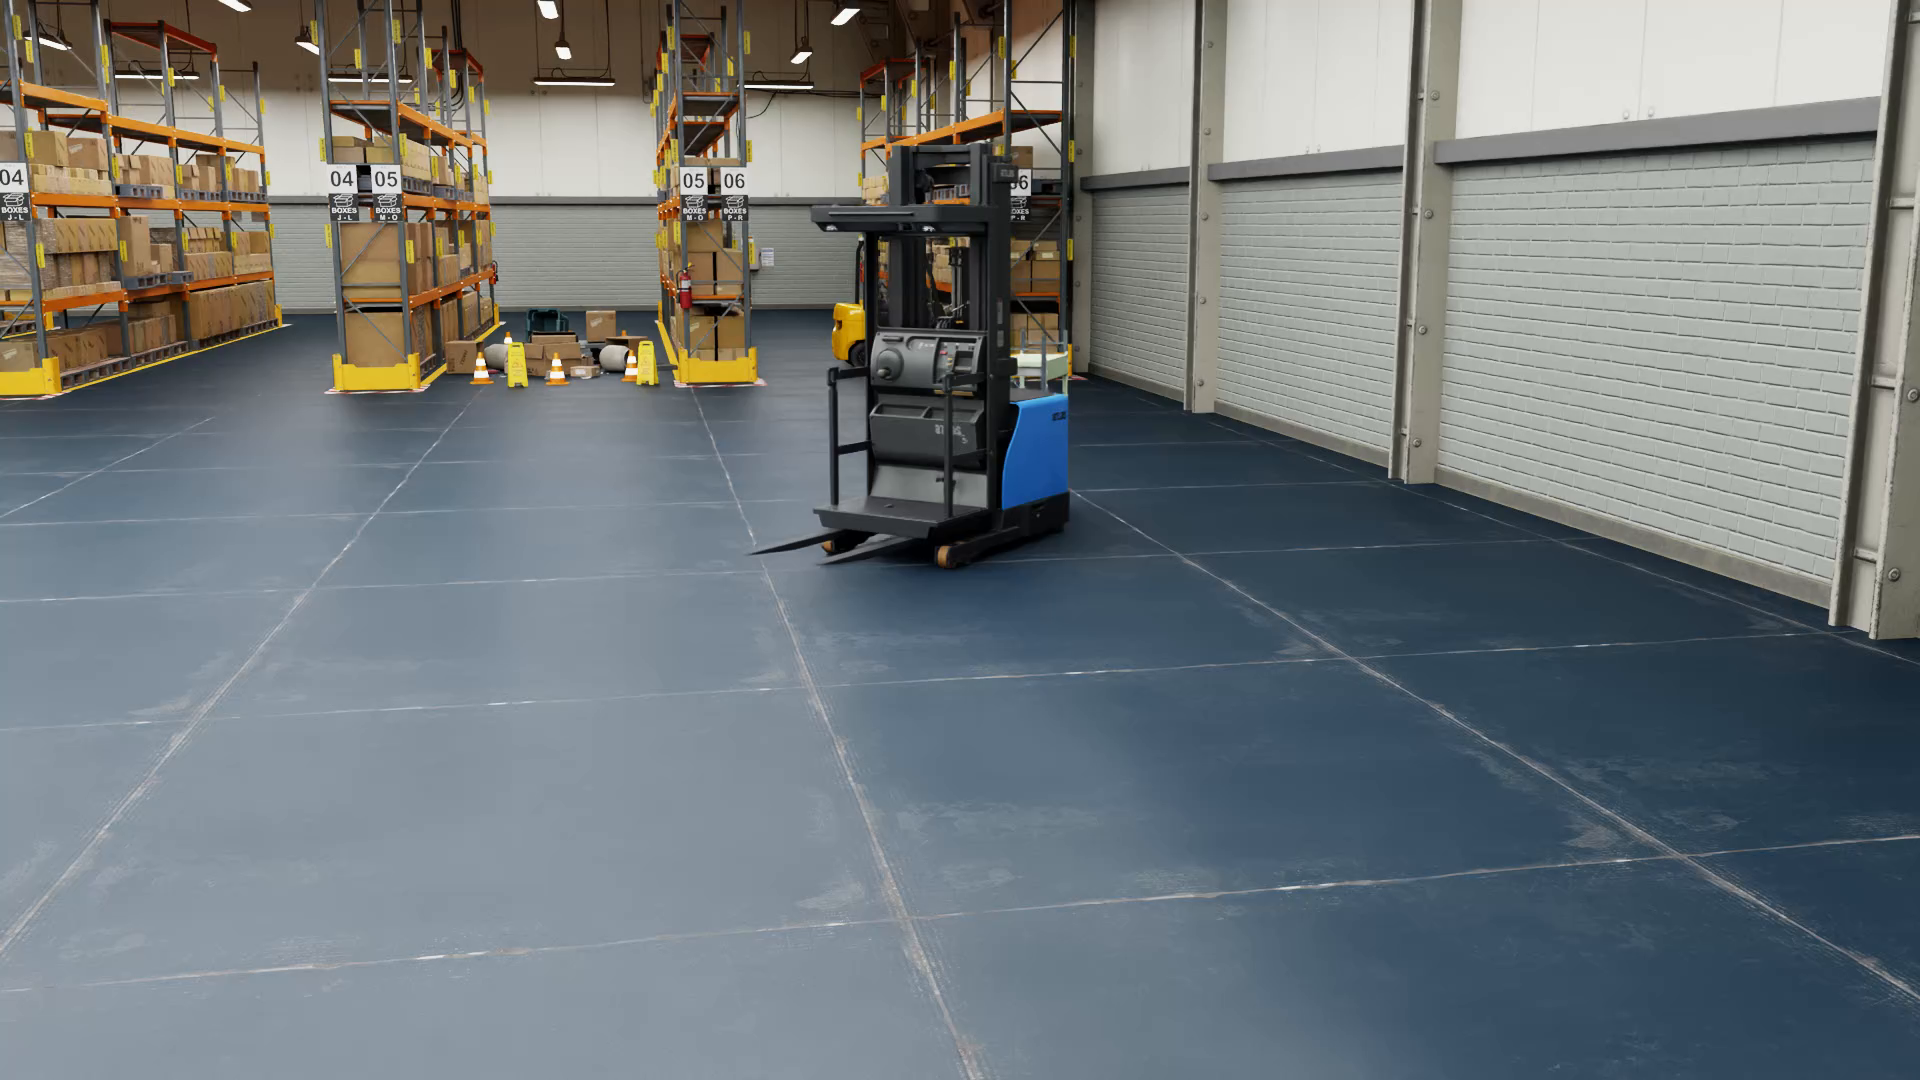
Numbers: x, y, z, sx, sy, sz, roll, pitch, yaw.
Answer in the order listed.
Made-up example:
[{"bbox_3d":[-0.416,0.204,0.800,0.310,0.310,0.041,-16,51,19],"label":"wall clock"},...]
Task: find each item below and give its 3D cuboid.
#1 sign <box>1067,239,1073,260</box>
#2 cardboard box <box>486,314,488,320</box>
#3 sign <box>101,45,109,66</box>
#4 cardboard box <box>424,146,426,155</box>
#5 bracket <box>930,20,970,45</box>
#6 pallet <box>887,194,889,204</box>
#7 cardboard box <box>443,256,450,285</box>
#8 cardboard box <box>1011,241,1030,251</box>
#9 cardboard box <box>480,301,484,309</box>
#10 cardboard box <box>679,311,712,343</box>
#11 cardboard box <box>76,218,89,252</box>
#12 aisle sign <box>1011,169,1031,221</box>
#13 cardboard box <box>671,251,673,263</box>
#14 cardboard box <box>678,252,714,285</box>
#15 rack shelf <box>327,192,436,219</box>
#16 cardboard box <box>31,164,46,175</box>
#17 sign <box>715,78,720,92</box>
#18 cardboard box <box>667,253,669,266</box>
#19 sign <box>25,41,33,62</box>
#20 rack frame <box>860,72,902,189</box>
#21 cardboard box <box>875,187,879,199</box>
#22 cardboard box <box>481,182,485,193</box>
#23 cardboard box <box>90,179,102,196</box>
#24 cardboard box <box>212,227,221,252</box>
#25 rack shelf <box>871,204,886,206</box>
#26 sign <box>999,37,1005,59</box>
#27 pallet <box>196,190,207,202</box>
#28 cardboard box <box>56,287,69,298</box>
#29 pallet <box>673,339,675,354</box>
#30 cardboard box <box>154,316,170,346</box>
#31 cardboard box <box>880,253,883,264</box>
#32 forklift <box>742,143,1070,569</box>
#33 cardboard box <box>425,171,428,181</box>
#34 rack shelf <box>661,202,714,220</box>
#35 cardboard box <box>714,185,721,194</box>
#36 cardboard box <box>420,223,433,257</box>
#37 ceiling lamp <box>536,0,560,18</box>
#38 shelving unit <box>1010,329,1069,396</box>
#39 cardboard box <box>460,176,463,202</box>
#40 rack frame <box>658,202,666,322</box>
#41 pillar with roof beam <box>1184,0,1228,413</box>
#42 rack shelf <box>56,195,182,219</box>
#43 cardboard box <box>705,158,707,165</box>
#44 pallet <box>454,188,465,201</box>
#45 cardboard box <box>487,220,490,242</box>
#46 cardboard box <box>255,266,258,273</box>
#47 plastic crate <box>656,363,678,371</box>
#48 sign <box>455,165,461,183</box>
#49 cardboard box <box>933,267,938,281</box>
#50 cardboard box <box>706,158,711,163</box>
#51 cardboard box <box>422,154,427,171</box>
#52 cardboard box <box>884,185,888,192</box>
[{"bbox_3d":[1.723,-4.561,26.112,0.100,0.325,0.005,-2,11,-11],"label":"sign"},{"bbox_3d":[-11.010,-5.115,38.047,0.380,0.149,0.250,-2,11,-10],"label":"cardboard box"},{"bbox_3d":[-13.653,-7.731,26.540,0.100,0.325,0.005,-2,11,-11],"label":"sign"},{"bbox_3d":[-8.823,-6.281,26.803,0.380,0.149,0.250,-2,11,-11],"label":"cardboard box"},{"bbox_3d":[-0.171,-10.590,34.643,0.076,0.066,4.783,-2,11,-11],"label":"bracket"},{"bbox_3d":[-0.893,-7.348,35.760,1.213,0.211,1.003,-2,11,-11],"label":"pallet"},{"bbox_3d":[-9.336,-4.772,29.477,0.500,0.500,0.500,-2,11,-11],"label":"cardboard box"},{"bbox_3d":[0.901,-4.650,26.308,0.380,0.149,0.250,-2,11,-11],"label":"cardboard box"},{"bbox_3d":[-10.859,-5.262,37.231,0.380,0.149,0.250,-2,11,-10],"label":"cardboard box"},{"bbox_3d":[-4.298,-3.447,27.008,0.500,0.500,0.500,-2,11,-12],"label":"cardboard box"},{"bbox_3d":[-13.543,-4.609,25.152,0.500,0.500,0.500,-2,11,-11],"label":"cardboard box"},{"bbox_3d":[0.902,-5.333,25.738,0.394,0.787,0.004,-2,11,-11],"label":"aisle sign"},{"bbox_3d":[-5.078,-5.390,30.809,0.500,0.500,0.500,-3,11,-13],"label":"cardboard box"},{"bbox_3d":[-4.066,-4.182,25.582,0.500,0.500,0.500,-2,11,-12],"label":"cardboard box"},{"bbox_3d":[-8.915,-5.185,25.819,1.077,0.370,4.000,-2,11,-11],"label":"rack shelf"},{"bbox_3d":[-13.193,-5.242,23.529,0.380,0.149,0.250,-2,11,-10],"label":"cardboard box"},{"bbox_3d":[-4.716,-8.831,32.315,0.100,0.325,0.005,-2,11,-11],"label":"sign"},{"bbox_3d":[-5.590,-5.616,33.243,0.500,0.250,0.500,-2,11,-11],"label":"cardboard box"},{"bbox_3d":[-14.732,-7.733,26.335,0.100,0.325,0.005,-2,11,-11],"label":"sign"},{"bbox_3d":[-1.934,-9.960,40.957,1.000,3.000,0.127,-2,11,-11],"label":"rack frame"},{"bbox_3d":[-1.695,-8.094,38.781,0.500,0.250,0.500,-2,11,-10],"label":"cardboard box"},{"bbox_3d":[-11.101,-8.015,37.828,0.500,0.250,0.500,-2,11,-10],"label":"cardboard box"},{"bbox_3d":[-13.753,-5.500,25.948,0.500,0.250,0.500,-2,11,-10],"label":"cardboard box"},{"bbox_3d":[-15.613,-6.163,34.101,0.797,0.503,0.637,-2,11,-12],"label":"cardboard box"},{"bbox_3d":[-1.545,-7.766,39.378,1.077,0.370,4.000,-2,11,-11],"label":"rack shelf"},{"bbox_3d":[0.643,-7.506,25.355,0.100,0.325,0.005,-2,11,-11],"label":"sign"},{"bbox_3d":[-15.365,-6.706,32.389,1.003,0.211,1.213,-2,11,-8],"label":"pallet"},{"bbox_3d":[-13.407,-3.658,24.566,0.380,0.149,0.250,-2,11,-11],"label":"cardboard box"},{"bbox_3d":[-4.862,-3.628,31.192,1.003,0.211,1.213,-2,11,-11],"label":"pallet"},{"bbox_3d":[-14.697,-3.769,29.983,0.700,0.500,0.500,-3,11,-16],"label":"cardboard box"},{"bbox_3d":[-1.606,-6.527,38.574,0.500,0.250,0.500,-2,11,-11],"label":"cardboard box"},{"bbox_3d":[-0.355,-1.338,11.885,1.130,2.935,3.031,7,13,32],"label":"forklift"},{"bbox_3d":[-8.819,-5.889,26.873,0.380,0.149,0.250,-2,11,-10],"label":"cardboard box"},{"bbox_3d":[-5.635,-6.851,34.571,1.077,0.370,4.000,-2,11,-11],"label":"rack shelf"},{"bbox_3d":[-3.575,-5.365,25.509,0.380,0.149,0.250,-2,11,-13],"label":"cardboard box"},{"bbox_3d":[-9.045,-4.871,26.975,0.875,0.550,0.550,-2,11,-11],"label":"cardboard box"},{"bbox_3d":[-6.585,-10.341,27.349,0.800,3.185,2.000,-2,11,-11],"label":"ceiling lamp"},{"bbox_3d":[0.598,-0.952,13.688,0.431,1.500,0.755,3,11,17],"label":"shelving unit"},{"bbox_3d":[-10.036,-6.894,32.606,0.500,0.500,0.500,-2,11,-11],"label":"cardboard box"},{"bbox_3d":[-6.802,-6.831,40.566,1.000,3.000,0.127,-2,11,-11],"label":"rack frame"},{"bbox_3d":[-1.129,-5.929,19.779,9.100,9.000,0.400,-2,11,-11],"label":"pillar with roof beam"},{"bbox_3d":[-14.578,-5.757,28.824,1.077,0.370,4.000,-2,11,-11],"label":"rack shelf"},{"bbox_3d":[-4.058,-5.739,25.342,0.380,0.149,0.250,-2,11,-10],"label":"cardboard box"},{"bbox_3d":[-9.905,-6.430,30.941,1.213,0.211,1.003,-2,11,-8],"label":"pallet"},{"bbox_3d":[-11.305,-7.244,38.999,0.500,0.500,0.500,-2,11,-12],"label":"cardboard box"},{"bbox_3d":[-15.834,-6.014,36.943,0.380,0.149,0.250,-2,11,-10],"label":"cardboard box"},{"bbox_3d":[-4.967,-2.879,27.606,0.402,0.080,0.583,-6,13,-31],"label":"plastic crate"},{"bbox_3d":[-9.536,-6.951,31.576,0.100,0.325,0.005,-2,11,-11],"label":"sign"},{"bbox_3d":[-0.232,-5.100,31.868,0.500,0.250,0.500,-2,11,-9],"label":"cardboard box"},{"bbox_3d":[-4.296,-6.695,29.769,0.500,0.250,0.500,-2,11,-12],"label":"cardboard box"},{"bbox_3d":[-8.859,-6.060,26.704,0.500,0.250,0.500,-2,11,-11],"label":"cardboard box"},{"bbox_3d":[-1.472,-7.767,36.738,0.380,0.149,0.250,-2,11,-10],"label":"cardboard box"}]
